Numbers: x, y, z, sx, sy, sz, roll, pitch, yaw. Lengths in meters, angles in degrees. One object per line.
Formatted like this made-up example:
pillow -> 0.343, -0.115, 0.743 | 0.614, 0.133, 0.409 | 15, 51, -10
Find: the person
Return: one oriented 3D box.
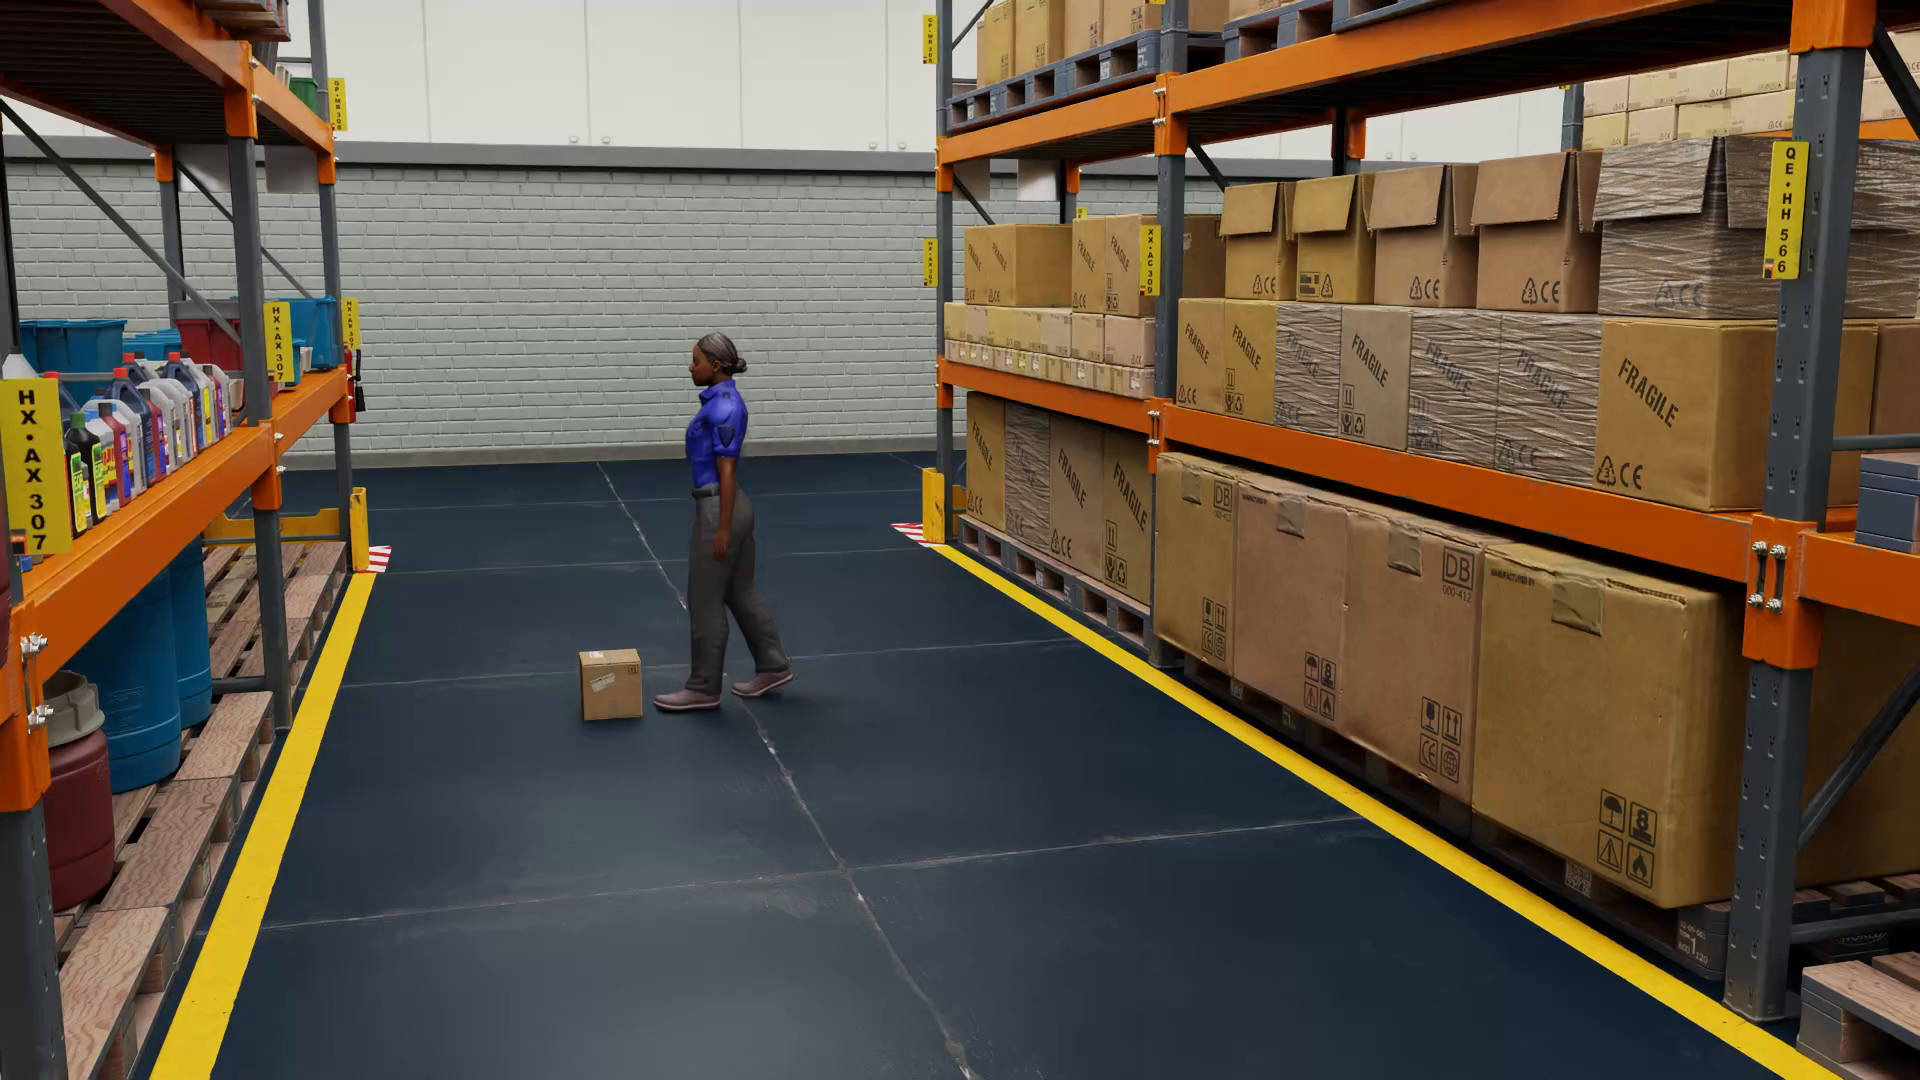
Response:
person -> -1.062, -0.082, 7.373 | 0.615, 1.669, 0.449 | -1, 9, -4
